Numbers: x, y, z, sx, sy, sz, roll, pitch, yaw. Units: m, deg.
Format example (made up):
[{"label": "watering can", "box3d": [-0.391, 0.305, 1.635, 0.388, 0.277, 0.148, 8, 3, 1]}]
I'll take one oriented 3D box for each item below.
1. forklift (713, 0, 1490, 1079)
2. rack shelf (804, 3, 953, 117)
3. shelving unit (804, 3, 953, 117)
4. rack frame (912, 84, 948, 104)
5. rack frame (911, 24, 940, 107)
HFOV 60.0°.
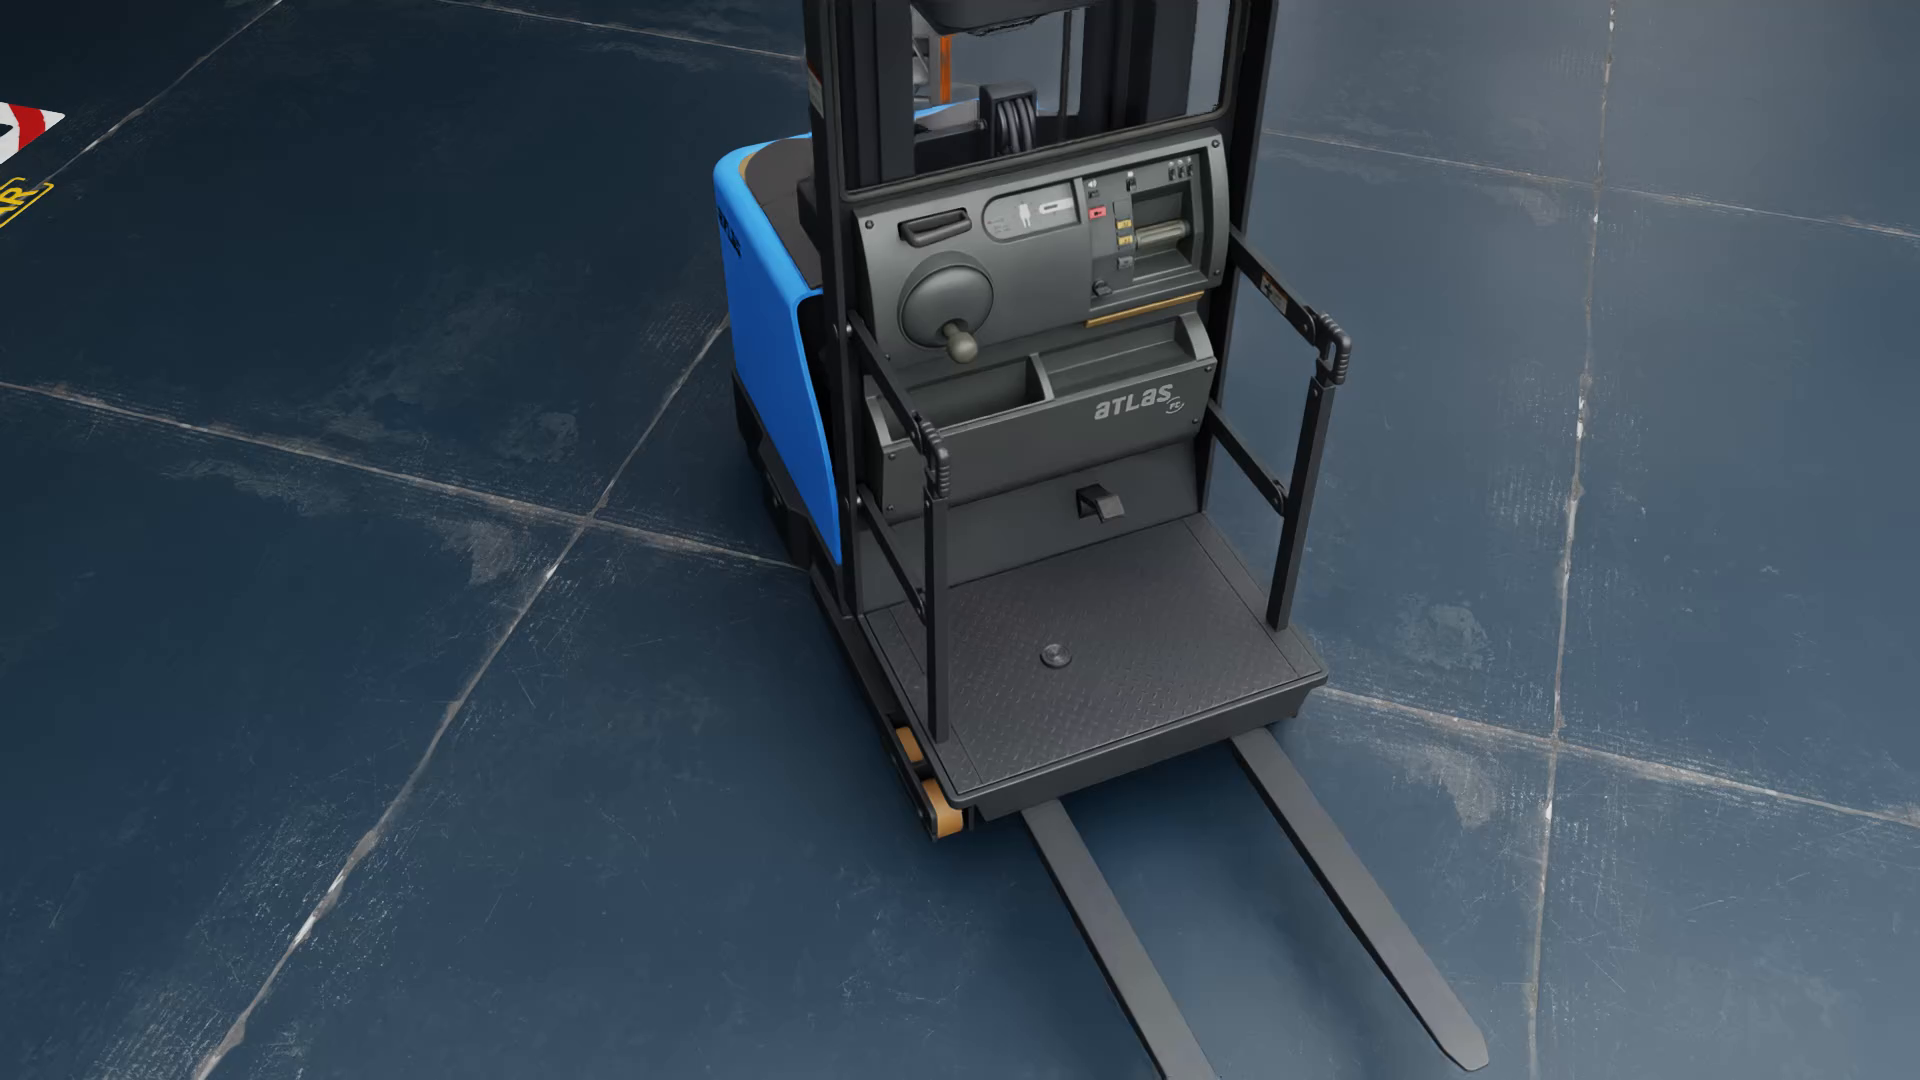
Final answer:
[{"label": "forklift", "box3d": [0.297, -0.600, 3.767, 1.130, 2.935, 3.031, -16, 47, -16]}, {"label": "rack shelf", "box3d": [-0.250, -1.531, 5.333, 0.431, 0.518, 0.480, 2, 44, 2]}, {"label": "shelving unit", "box3d": [-0.250, -1.541, 5.324, 0.431, 2.100, 0.503, 2, 44, 2]}, {"label": "rack frame", "box3d": [-0.240, -1.712, 5.498, 0.400, 2.100, 0.015, 2, 44, 2]}, {"label": "rack frame", "box3d": [-0.261, -1.371, 5.149, 0.400, 2.100, 0.015, 2, 44, 2]}]
